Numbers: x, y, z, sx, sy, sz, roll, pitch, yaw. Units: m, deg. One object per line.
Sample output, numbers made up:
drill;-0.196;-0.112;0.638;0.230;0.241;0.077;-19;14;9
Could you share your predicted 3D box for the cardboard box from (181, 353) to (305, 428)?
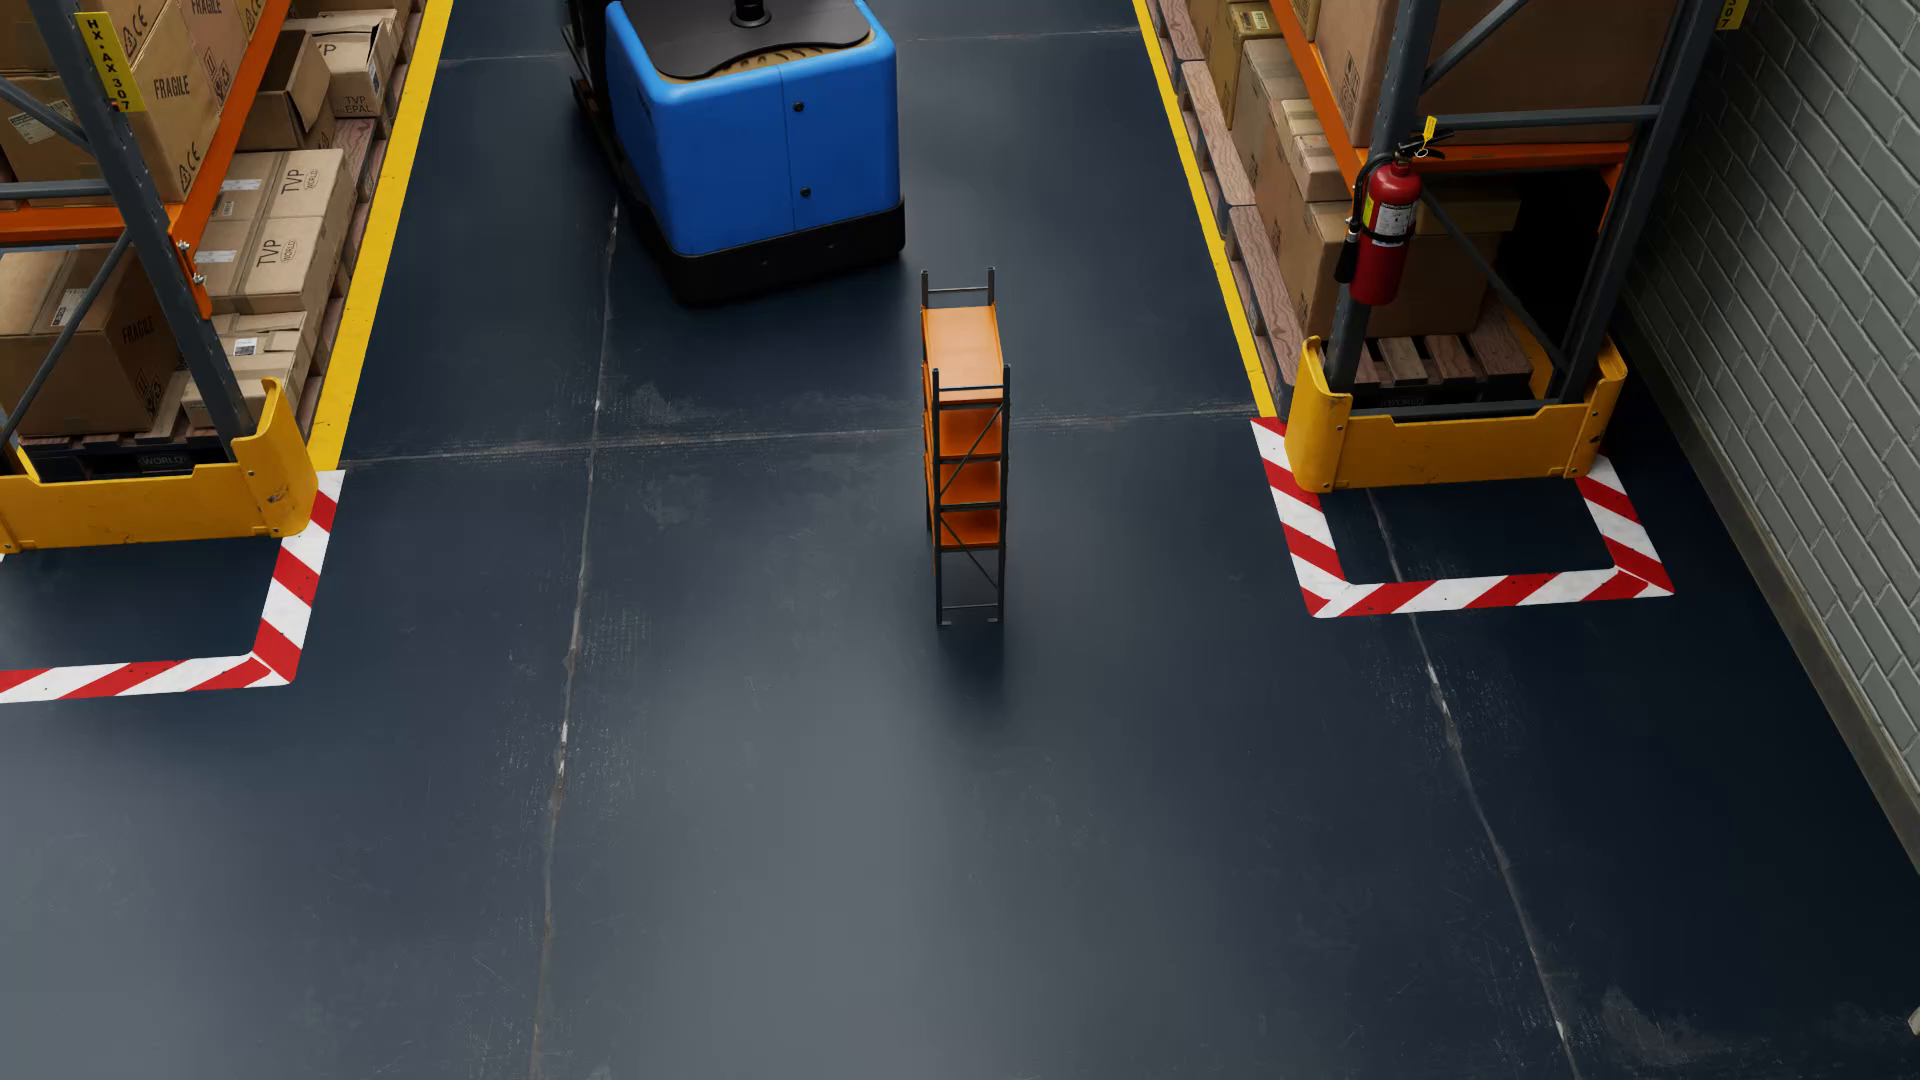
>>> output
cardboard box;-2.750;-0.576;6.390;0.380;0.149;0.250;-3;47;-3

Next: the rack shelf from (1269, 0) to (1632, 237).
rack shelf;1.711;-2.585;7.127;1.077;0.370;4.000;-3;47;-3

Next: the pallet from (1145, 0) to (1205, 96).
pallet;1.529;-2.765;8.723;1.003;0.211;1.213;-3;47;-3

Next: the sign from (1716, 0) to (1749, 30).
sign;2.432;-1.739;5.180;0.100;0.325;0.005;-3;47;-3

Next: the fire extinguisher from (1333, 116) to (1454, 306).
fire extinguisher;1.431;-1.093;5.529;0.296;0.674;0.183;-3;47;-3

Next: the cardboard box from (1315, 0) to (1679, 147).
cardboard box;1.825;-1.856;5.736;0.980;0.700;0.700;-2;47;-1

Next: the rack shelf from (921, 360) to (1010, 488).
rack shelf;0.014;-0.400;5.587;0.258;0.148;0.480;-3;47;-3

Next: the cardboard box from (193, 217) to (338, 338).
cardboard box;-2.863;-1.059;6.778;0.500;0.250;0.500;-3;47;-3

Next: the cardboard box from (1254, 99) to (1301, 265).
cardboard box;1.678;-1.532;7.068;0.700;0.500;0.500;-4;47;-3

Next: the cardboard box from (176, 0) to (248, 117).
cardboard box;-2.881;-1.826;5.844;0.500;0.500;0.500;-4;47;-4

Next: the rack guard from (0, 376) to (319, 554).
rack guard;-3.064;-0.277;6.168;1.175;0.500;0.348;-3;47;-3

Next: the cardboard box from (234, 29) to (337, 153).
cardboard box;-3.230;-1.909;7.408;0.797;0.503;0.637;-3;47;-3

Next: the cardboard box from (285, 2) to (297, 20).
cardboard box;-3.573;-2.885;8.465;0.500;0.311;0.500;-3;47;-3

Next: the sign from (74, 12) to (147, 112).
sign;-2.517;-1.412;4.925;0.100;0.325;0.005;-3;47;-3

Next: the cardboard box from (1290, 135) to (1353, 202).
cardboard box;1.528;-1.475;6.567;0.380;0.149;0.250;-4;47;-4

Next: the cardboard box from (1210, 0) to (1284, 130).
cardboard box;1.583;-2.281;7.777;0.700;0.500;0.500;-3;47;-2

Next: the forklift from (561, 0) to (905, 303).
forklift;-1.274;-3.111;7.177;1.130;2.935;3.031;-17;49;-15

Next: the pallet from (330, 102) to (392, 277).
pallet;-3.231;-1.635;7.653;1.003;0.211;1.213;-3;47;-3

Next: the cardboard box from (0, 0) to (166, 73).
cardboard box;-2.832;-1.796;5.128;0.500;0.500;0.500;-2;47;-2

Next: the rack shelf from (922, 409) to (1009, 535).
rack shelf;0.014;-0.247;5.750;0.258;0.148;0.480;-3;47;-3

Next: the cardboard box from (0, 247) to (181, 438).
cardboard box;-3.349;-0.751;6.314;0.500;0.500;0.500;-3;47;-3

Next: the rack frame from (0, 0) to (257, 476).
rack frame;-3.058;-1.081;5.208;1.000;3.000;0.127;-3;47;-3

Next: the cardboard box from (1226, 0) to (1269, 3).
cardboard box;1.394;-2.603;7.635;0.380;0.149;0.250;-5;47;-4

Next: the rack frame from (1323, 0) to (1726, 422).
rack frame;1.878;-1.385;5.496;1.000;3.000;0.127;-3;47;-3

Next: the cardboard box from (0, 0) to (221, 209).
cardboard box;-2.832;-1.453;5.491;0.500;0.500;0.500;-3;47;-2

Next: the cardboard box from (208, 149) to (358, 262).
cardboard box;-2.904;-1.421;7.121;0.500;0.250;0.500;-3;47;-3

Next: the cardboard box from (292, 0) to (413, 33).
cardboard box;-3.062;-2.872;8.323;0.500;0.500;0.500;-3;47;-3

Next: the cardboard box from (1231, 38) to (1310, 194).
cardboard box;1.635;-1.896;7.412;0.700;0.500;0.500;-5;47;-5

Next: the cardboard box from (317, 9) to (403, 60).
cardboard box;-2.971;-2.484;8.197;0.380;0.149;0.250;-3;47;-3

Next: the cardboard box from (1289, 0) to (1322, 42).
cardboard box;1.753;-2.382;6.234;0.980;0.700;0.700;-4;47;-4

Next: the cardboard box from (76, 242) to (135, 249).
cardboard box;-3.398;-1.355;7.058;0.500;0.250;0.500;-3;47;-3

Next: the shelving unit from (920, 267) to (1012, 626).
shelving unit;0.014;-0.293;5.701;0.258;1.200;0.503;-3;47;-3

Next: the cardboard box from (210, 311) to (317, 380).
cardboard box;-2.771;-0.763;6.555;0.380;0.166;0.250;-3;47;-3

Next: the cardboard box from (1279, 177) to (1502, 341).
cardboard box;1.720;-1.170;6.725;0.700;0.500;0.500;-3;47;-3

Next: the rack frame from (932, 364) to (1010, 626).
rack frame;0.034;-0.116;5.534;0.240;1.200;0.015;-3;47;-3

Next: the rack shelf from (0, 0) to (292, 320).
rack shelf;-3.225;-2.281;6.840;1.077;0.370;4.000;-3;47;-3

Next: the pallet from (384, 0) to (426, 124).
pallet;-3.336;-2.519;8.491;1.003;0.211;1.213;-3;47;-3

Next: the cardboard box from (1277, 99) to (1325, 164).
cardboard box;1.505;-1.660;6.742;0.380;0.149;0.250;-2;47;-2

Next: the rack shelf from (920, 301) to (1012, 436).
rack shelf;0.014;-0.563;5.416;0.258;0.148;0.480;-3;47;-3

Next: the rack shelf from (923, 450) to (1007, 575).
rack shelf;0.014;-0.110;5.894;0.258;0.148;0.480;-3;47;-3

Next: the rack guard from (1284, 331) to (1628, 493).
rack guard;1.880;-0.508;6.387;1.175;0.500;0.348;-3;47;-3

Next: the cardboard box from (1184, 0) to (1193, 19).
cardboard box;1.504;-3.017;8.473;0.700;0.500;0.500;-3;47;-3

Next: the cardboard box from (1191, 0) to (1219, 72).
cardboard box;1.542;-2.653;8.129;0.700;0.500;0.500;-4;47;-4

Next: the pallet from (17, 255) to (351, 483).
pallet;-3.132;-0.754;6.819;1.003;0.211;1.213;-3;47;-3

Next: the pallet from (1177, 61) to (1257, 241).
pallet;1.634;-1.880;7.886;1.003;0.211;1.213;-3;47;-3

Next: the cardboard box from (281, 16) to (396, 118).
cardboard box;-3.000;-2.264;7.877;0.500;0.311;0.500;-3;47;-3

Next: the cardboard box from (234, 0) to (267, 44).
cardboard box;-2.920;-2.189;6.188;0.500;0.500;0.500;-4;47;-3

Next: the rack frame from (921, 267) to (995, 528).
rack frame;-0.007;-0.469;5.868;0.240;1.200;0.015;-3;47;-3

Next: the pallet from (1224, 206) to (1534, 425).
pallet;1.733;-1.000;7.052;1.003;0.211;1.213;-3;47;-3

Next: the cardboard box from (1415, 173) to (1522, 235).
cardboard box;1.930;-1.315;6.415;0.380;0.149;0.250;-3;47;-3

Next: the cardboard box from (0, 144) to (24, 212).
cardboard box;-3.367;-1.423;5.463;0.500;0.500;0.500;-2;47;-2
